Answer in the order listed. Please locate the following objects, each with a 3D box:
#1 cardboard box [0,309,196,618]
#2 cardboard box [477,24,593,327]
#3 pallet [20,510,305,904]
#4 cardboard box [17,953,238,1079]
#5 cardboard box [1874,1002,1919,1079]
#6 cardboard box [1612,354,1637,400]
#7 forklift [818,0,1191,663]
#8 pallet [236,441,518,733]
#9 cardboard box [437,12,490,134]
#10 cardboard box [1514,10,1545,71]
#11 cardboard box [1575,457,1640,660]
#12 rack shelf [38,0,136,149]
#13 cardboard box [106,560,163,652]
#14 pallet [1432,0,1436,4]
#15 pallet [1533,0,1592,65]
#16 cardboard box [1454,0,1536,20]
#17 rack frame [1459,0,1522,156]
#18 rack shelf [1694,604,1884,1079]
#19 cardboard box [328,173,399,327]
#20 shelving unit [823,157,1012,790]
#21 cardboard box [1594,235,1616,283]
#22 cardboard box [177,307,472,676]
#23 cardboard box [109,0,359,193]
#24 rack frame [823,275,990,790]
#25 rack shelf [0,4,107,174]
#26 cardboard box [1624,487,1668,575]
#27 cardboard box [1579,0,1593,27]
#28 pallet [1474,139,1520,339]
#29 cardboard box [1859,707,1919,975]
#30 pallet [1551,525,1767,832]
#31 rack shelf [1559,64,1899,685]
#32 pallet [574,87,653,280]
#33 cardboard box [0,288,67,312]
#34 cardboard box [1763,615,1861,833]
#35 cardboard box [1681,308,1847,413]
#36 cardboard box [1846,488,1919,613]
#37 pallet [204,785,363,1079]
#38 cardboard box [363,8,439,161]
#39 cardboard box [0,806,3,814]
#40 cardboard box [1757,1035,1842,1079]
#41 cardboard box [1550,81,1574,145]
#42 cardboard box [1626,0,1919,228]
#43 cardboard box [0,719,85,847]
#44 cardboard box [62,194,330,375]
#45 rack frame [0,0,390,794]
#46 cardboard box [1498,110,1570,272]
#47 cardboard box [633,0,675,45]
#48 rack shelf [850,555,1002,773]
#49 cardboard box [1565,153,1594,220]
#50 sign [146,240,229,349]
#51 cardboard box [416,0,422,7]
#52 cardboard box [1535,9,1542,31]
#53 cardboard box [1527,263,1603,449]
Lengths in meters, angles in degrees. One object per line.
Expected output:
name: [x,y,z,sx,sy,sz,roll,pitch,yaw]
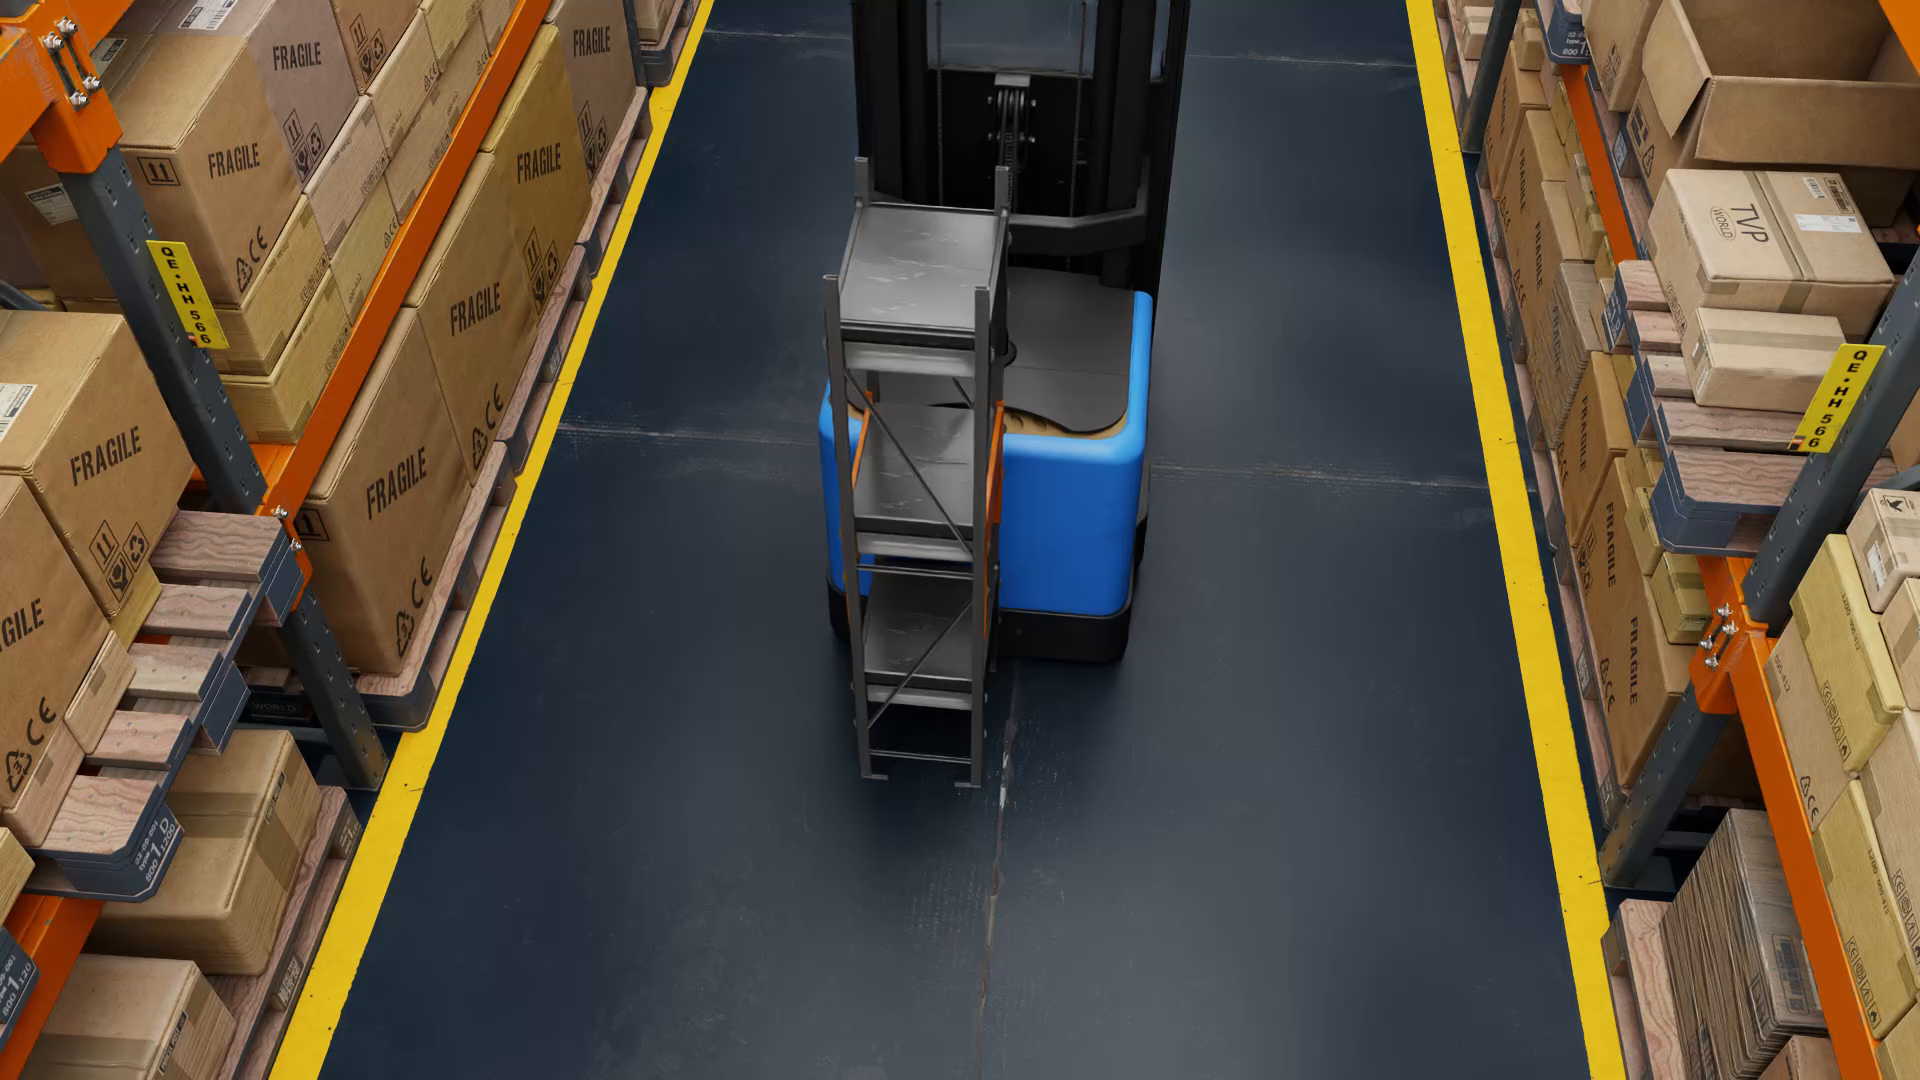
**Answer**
cardboard box: [-2.176,-0.179,3.827,0.500,0.500,0.500,3,48,2]
cardboard box: [-2.098,-1.494,6.739,0.875,0.875,0.875,5,48,5]
pallet: [-2.370,0.340,4.036,1.213,0.211,1.003,4,48,4]
cardboard box: [-2.532,1.447,4.390,0.950,0.372,0.625,3,48,3]
cardboard box: [2.158,1.184,3.236,0.500,0.250,0.500,2,48,2]
cardboard box: [2.478,-0.589,5.726,0.380,0.149,0.250,3,48,3]
forklift: [0.221,-1.660,5.782,1.130,2.935,3.031,5,48,4]
pallet: [-2.264,0.111,6.005,1.003,0.211,1.213,4,48,4]
cardboard box: [-1.992,-1.674,5.850,0.500,0.250,0.500,4,48,4]
cardboard box: [2.599,-2.135,7.140,0.380,0.149,0.250,6,48,5]
cardboard box: [2.413,0.085,5.549,0.500,0.500,0.500,3,48,3]
rack shelf: [-2.229,-2.495,4.954,1.077,0.370,4.000,4,48,4]
cardboard box: [-2.159,0.146,3.969,0.380,0.149,0.250,5,48,4]
pallet: [3.069,-3.326,9.149,1.003,0.211,1.213,4,48,4]
pallet: [2.715,-2.219,6.377,1.003,0.211,1.213,4,48,4]
cardboard box: [2.687,-2.774,8.323,0.396,0.266,0.258,5,48,5]
rack frame: [2.897,-2.864,6.837,1.000,3.000,0.127,4,48,4]
rack shelf: [2.350,1.788,3.069,1.077,0.370,4.000,4,48,4]
cardboard box: [-2.087,-0.926,5.166,0.500,0.250,0.500,3,48,2]
shelving unit: [-0.101,-0.085,4.904,0.431,2.100,0.503,5,48,4]
cardboard box: [2.547,-0.971,6.075,0.380,0.149,0.250,4,48,4]
cardboard box: [-2.266,-0.182,5.539,0.875,0.875,0.875,3,48,3]
cardboard box: [-2.087,-1.338,4.696,0.500,0.500,0.500,4,48,4]
rack frame: [-0.128,0.094,4.741,0.400,2.100,0.015,5,48,4]
rack shelf: [-2.594,0.444,2.265,1.077,0.370,4.000,4,48,4]
cardboard box: [2.319,-0.024,5.209,0.380,0.149,0.250,2,48,2]
cardboard box: [2.388,-1.965,5.821,0.396,0.266,0.258,6,48,5]
pallet: [2.860,-1.322,7.317,1.003,0.211,1.213,4,48,4]
cardboard box: [2.202,0.635,3.399,0.500,0.250,0.500,5,48,5]
pallet: [2.638,0.470,5.677,1.003,0.211,1.213,4,48,4]
rack shelf: [2.714,-1.151,5.758,1.077,0.370,4.000,4,48,4]
pallet: [-2.042,-1.682,7.645,1.003,0.211,1.213,4,48,4]
cardboard box: [-2.620,-0.747,4.663,0.500,0.250,0.500,4,48,3]
cardboard box: [2.248,0.436,3.920,0.500,0.250,0.500,4,48,4]
cardboard box: [2.210,-0.490,4.551,0.380,0.149,0.250,5,48,4]
cardboard box: [2.210,0.037,3.676,0.380,0.149,0.250,5,48,5]
pallet: [-2.484,1.260,4.955,1.003,0.211,1.213,4,48,4]
cardboard box: [-2.013,-1.475,5.329,0.500,0.250,0.500,4,48,3]
cardboard box: [-2.257,0.573,3.139,0.500,0.500,0.500,1,48,1]
cardboard box: [2.410,1.673,4.012,0.875,0.625,0.625,5,48,5]
cardboard box: [2.639,-1.737,6.776,0.380,0.149,0.250,2,48,2]
cardboard box: [2.497,-1.313,5.064,0.797,0.503,0.637,3,48,3]
cardboard box: [-2.168,0.519,3.629,0.380,0.149,0.250,2,48,2]
cardboard box: [-2.119,-0.729,4.647,0.500,0.250,0.500,4,48,3]
rack frame: [-2.411,-0.256,4.451,1.000,3.000,0.127,4,48,4]
cardboard box: [2.590,-1.430,6.934,0.500,0.500,0.500,3,48,3]
cardboard box: [-1.883,-2.926,8.345,0.875,0.438,0.875,3,48,3]
rack shelf: [-0.101,0.397,5.431,0.431,0.518,0.480,5,48,4]
cardboard box: [2.567,-1.354,6.425,0.380,0.149,0.250,4,48,3]
sign: [-1.870,-0.590,4.026,0.100,0.325,0.005,4,48,4]
cardboard box: [-1.975,-2.088,5.381,0.500,0.500,0.500,5,48,4]
cardboard box: [2.659,-2.232,7.026,0.380,0.149,0.250,3,48,3]
cardboard box: [2.486,-0.683,6.251,0.500,0.500,0.500,2,48,2]
